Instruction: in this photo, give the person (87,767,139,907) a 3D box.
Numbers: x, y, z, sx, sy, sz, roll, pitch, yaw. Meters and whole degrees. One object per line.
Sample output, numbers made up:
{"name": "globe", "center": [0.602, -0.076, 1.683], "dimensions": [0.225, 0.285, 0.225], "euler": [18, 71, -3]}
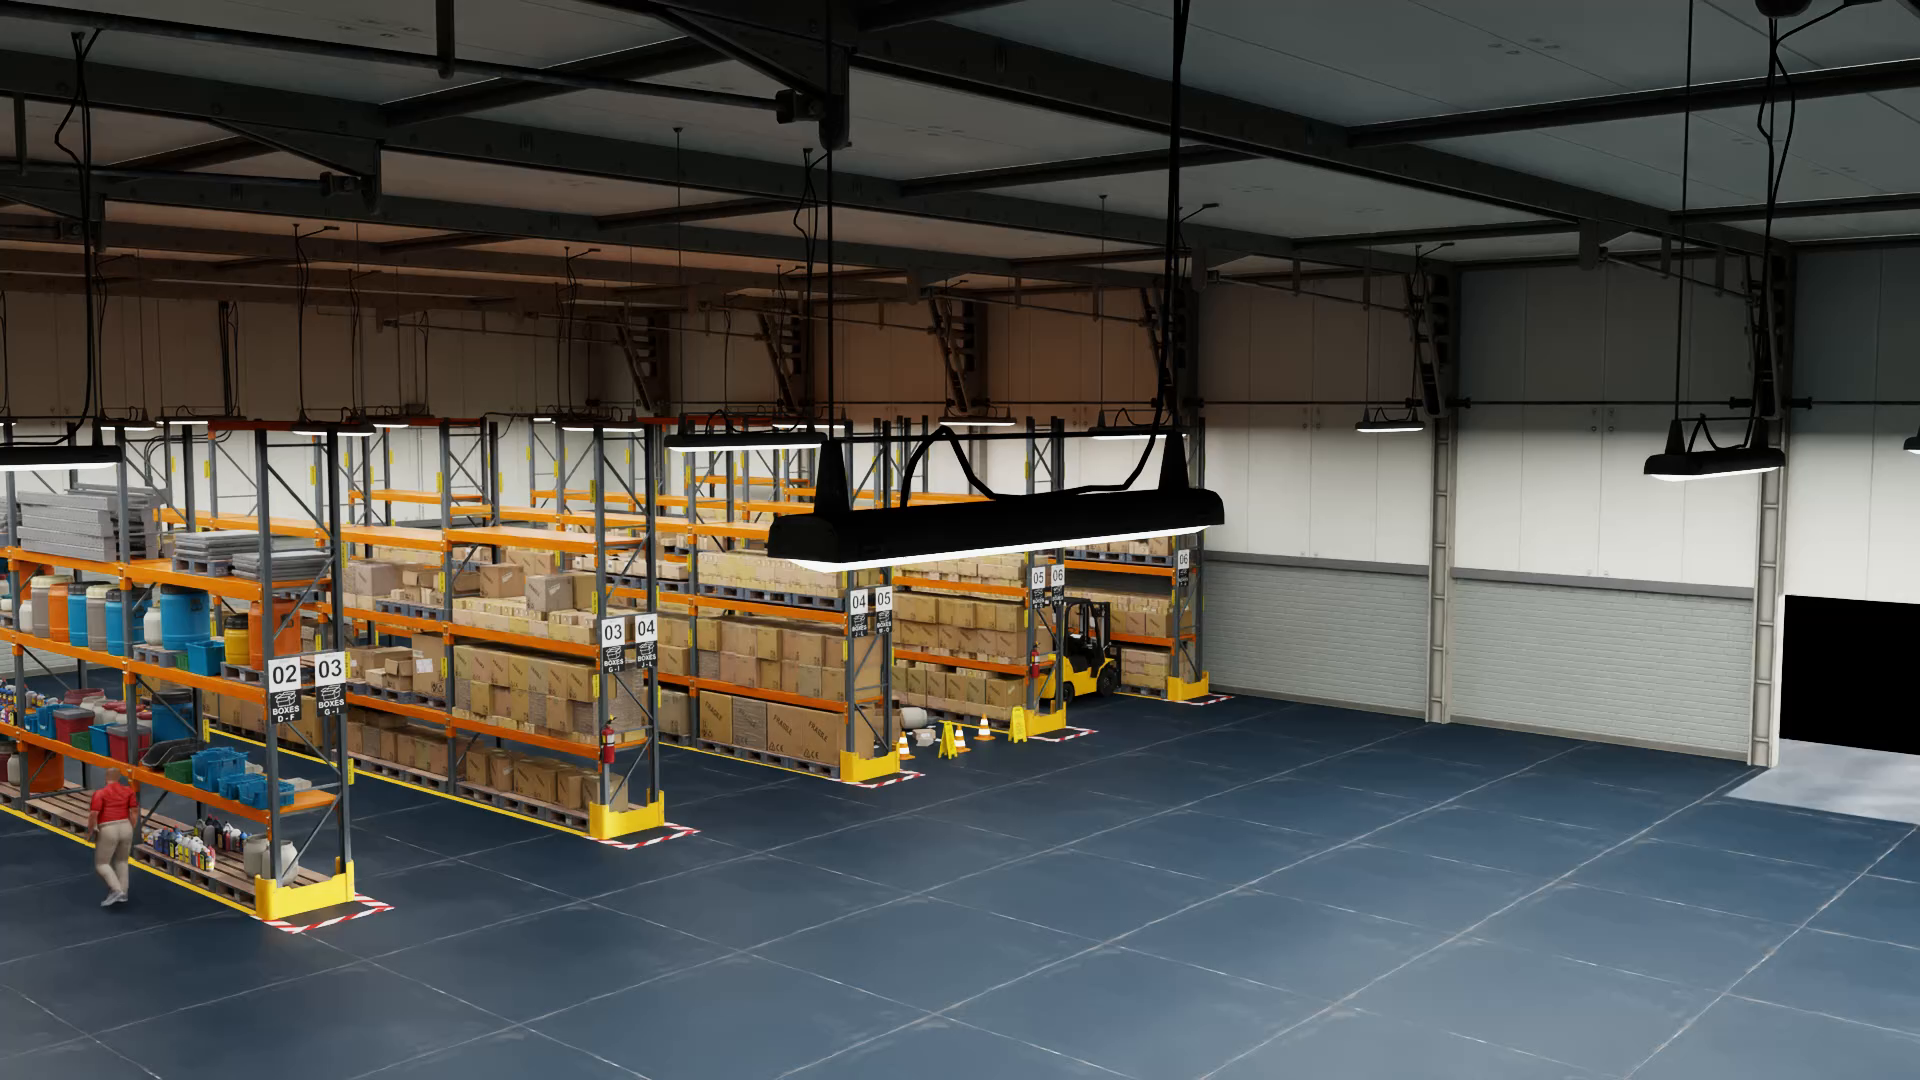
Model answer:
{"name": "person", "center": [-10.626, 3.742, 20.979], "dimensions": [0.662, 1.700, 0.602], "euler": [4, 6, 39]}
